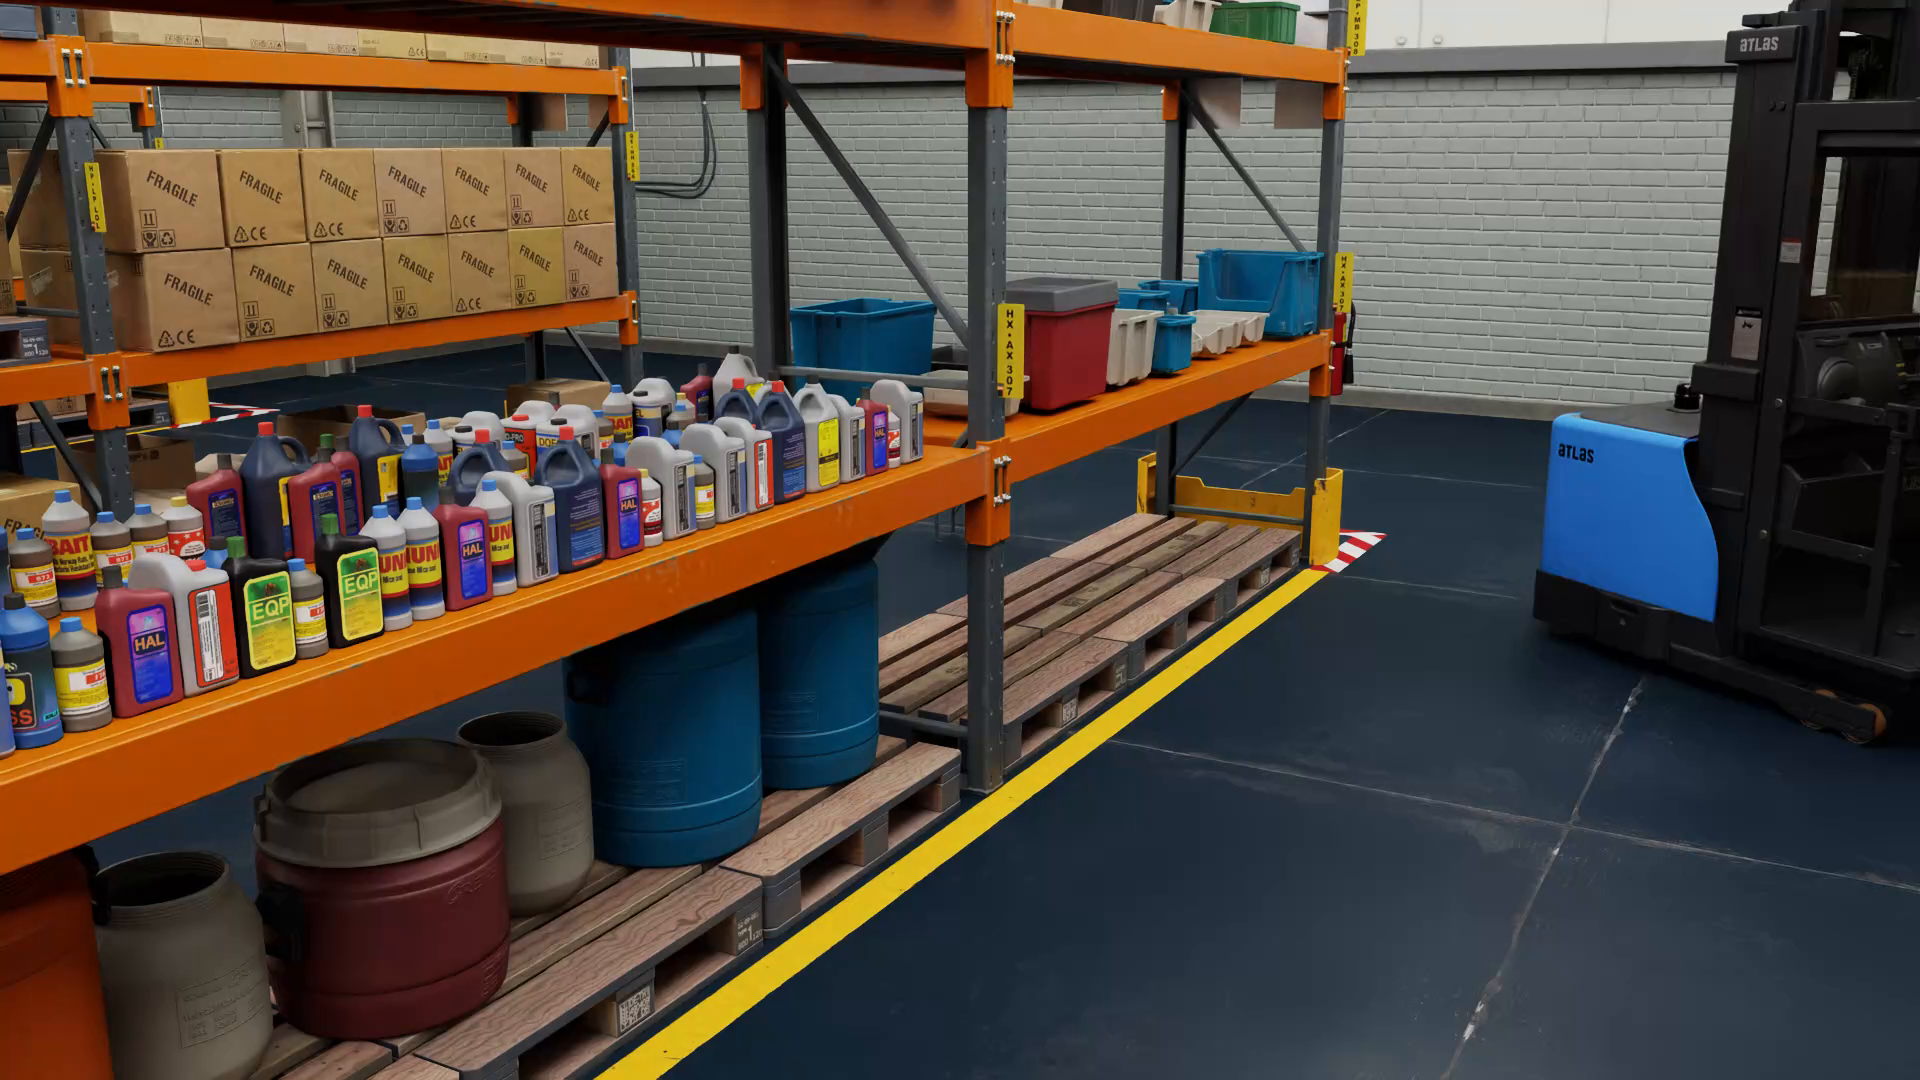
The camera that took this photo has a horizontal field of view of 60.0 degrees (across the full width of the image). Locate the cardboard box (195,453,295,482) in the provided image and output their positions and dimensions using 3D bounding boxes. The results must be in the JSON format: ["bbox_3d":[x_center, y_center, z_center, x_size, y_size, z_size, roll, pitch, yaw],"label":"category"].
[{"bbox_3d":[-4.250,-0.353,9.898,0.500,0.311,0.500,7,15,28],"label":"cardboard box"}]

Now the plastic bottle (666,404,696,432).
[{"bbox_3d":[-0.922,-0.348,5.501,0.097,0.201,0.097,0,14,0],"label":"plastic bottle"}]

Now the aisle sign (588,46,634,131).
[{"bbox_3d":[-2.405,-3.208,11.391,0.394,0.787,0.004,7,15,28],"label":"aisle sign"}]

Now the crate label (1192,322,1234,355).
[{"bbox_3d":[1.126,-0.998,8.207,0.396,0.136,0.243,7,15,28],"label":"crate label"}]

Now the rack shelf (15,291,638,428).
[{"bbox_3d":[-3.673,-1.204,10.164,1.077,0.370,4.000,7,15,28],"label":"rack shelf"}]

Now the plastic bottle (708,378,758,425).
[{"bbox_3d":[-0.679,-0.311,5.027,0.144,0.351,0.185,7,15,28],"label":"plastic bottle"}]

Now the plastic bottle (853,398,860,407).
[{"bbox_3d":[-0.331,-0.378,5.626,0.097,0.201,0.097,0,14,0],"label":"plastic bottle"}]

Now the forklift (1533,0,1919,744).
[{"bbox_3d":[3.930,-0.726,6.790,1.130,2.935,3.031,-7,15,-26],"label":"forklift"}]

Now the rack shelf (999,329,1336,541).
[{"bbox_3d":[0.661,-0.642,7.833,1.077,0.370,4.000,7,15,28],"label":"rack shelf"}]

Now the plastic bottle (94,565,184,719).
[{"bbox_3d":[-1.548,0.181,3.131,0.061,0.283,0.133,7,15,28],"label":"plastic bottle"}]

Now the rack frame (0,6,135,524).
[{"bbox_3d":[-4.640,-1.144,8.378,1.000,3.000,0.127,7,15,28],"label":"rack frame"}]

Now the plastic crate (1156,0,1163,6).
[{"bbox_3d":[0.649,-2.548,7.936,0.504,0.338,0.767,7,15,28],"label":"plastic crate"}]

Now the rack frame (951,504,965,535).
[{"bbox_3d":[0.053,-0.460,10.022,0.240,0.900,0.006,7,15,28],"label":"rack frame"}]

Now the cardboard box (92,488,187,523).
[{"bbox_3d":[-4.248,-0.112,8.897,0.500,0.311,0.500,7,15,28],"label":"cardboard box"}]

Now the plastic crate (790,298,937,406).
[{"bbox_3d":[-0.378,-0.738,6.599,0.392,0.384,0.575,7,15,28],"label":"plastic crate"}]

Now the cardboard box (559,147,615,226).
[{"bbox_3d":[-2.681,-2.377,11.145,0.500,0.500,0.500,7,15,28],"label":"cardboard box"}]

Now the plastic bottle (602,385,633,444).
[{"bbox_3d":[-1.120,-0.372,5.450,0.097,0.271,0.097,0,14,0],"label":"plastic bottle"}]

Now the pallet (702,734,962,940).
[{"bbox_3d":[-0.715,0.927,5.737,1.003,0.211,1.213,7,15,28],"label":"pallet"}]

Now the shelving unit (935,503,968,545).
[{"bbox_3d":[0.004,-0.439,9.935,0.258,0.900,0.210,7,15,28],"label":"shelving unit"}]

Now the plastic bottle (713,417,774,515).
[{"bbox_3d":[-0.634,-0.226,4.834,0.152,0.276,0.135,7,15,28],"label":"plastic bottle"}]

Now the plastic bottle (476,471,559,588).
[{"bbox_3d":[-1.077,-0.038,4.054,0.152,0.276,0.135,7,15,28],"label":"plastic bottle"}]

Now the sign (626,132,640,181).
[{"bbox_3d":[-2.230,-2.614,11.331,0.100,0.325,0.005,7,15,28],"label":"sign"}]

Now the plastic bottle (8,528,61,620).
[{"bbox_3d":[-2.093,0.075,3.745,0.097,0.201,0.097,0,14,0],"label":"plastic bottle"}]

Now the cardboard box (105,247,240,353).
[{"bbox_3d":[-4.155,-1.266,8.672,0.500,0.500,0.500,8,16,30],"label":"cardboard box"}]

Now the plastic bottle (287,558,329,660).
[{"bbox_3d":[-1.379,0.140,3.475,0.097,0.201,0.097,0,14,0],"label":"plastic bottle"}]

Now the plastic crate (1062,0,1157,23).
[{"bbox_3d":[0.535,-2.200,6.639,0.497,0.269,0.590,7,15,28],"label":"plastic crate"}]

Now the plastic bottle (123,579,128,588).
[{"bbox_3d":[-1.642,0.178,3.319,0.097,0.201,0.097,0,14,0],"label":"plastic bottle"}]

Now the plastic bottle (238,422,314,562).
[{"bbox_3d":[-1.751,-0.131,4.282,0.144,0.351,0.185,7,15,28],"label":"plastic bottle"}]

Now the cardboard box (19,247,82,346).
[{"bbox_3d":[-4.623,-1.324,8.912,0.500,0.500,0.500,8,16,29],"label":"cardboard box"}]

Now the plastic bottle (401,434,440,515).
[{"bbox_3d":[-1.470,-0.153,4.542,0.097,0.271,0.097,0,14,0],"label":"plastic bottle"}]

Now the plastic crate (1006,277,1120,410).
[{"bbox_3d":[0.346,-0.797,6.674,0.402,0.464,0.583,7,15,28],"label":"plastic crate"}]

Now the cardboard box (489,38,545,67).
[{"bbox_3d":[-2.975,-3.113,10.466,0.500,0.250,0.500,7,15,28],"label":"cardboard box"}]

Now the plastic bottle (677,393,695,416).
[{"bbox_3d":[-0.961,-0.405,5.738,0.097,0.201,0.097,0,14,0],"label":"plastic bottle"}]

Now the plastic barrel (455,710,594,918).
[{"bbox_3d":[-1.277,0.784,4.793,0.421,0.512,0.421,0,14,0],"label":"plastic barrel"}]

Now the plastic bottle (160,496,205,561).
[{"bbox_3d":[-1.904,-0.005,4.077,0.097,0.201,0.097,0,14,0],"label":"plastic bottle"}]

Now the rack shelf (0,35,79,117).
[{"bbox_3d":[-5.607,-1.842,6.409,1.077,0.370,4.000,7,15,28],"label":"rack shelf"}]

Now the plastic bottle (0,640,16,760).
[{"bbox_3d":[-1.747,0.247,2.874,0.152,0.276,0.135,7,15,28],"label":"plastic bottle"}]

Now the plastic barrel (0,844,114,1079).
[{"bbox_3d":[-2.018,0.987,3.272,0.600,0.830,0.708,7,15,28],"label":"plastic barrel"}]

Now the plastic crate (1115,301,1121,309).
[{"bbox_3d":[0.584,-1.067,8.287,0.416,0.233,0.300,7,15,28],"label":"plastic crate"}]

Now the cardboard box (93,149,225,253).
[{"bbox_3d":[-4.166,-1.743,8.518,0.500,0.500,0.500,8,16,29],"label":"cardboard box"}]

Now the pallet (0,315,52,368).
[{"bbox_3d":[-5.122,-0.899,7.772,1.003,0.211,1.213,7,15,28],"label":"pallet"}]

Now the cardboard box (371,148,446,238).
[{"bbox_3d":[-3.419,-2.061,9.834,0.500,0.500,0.500,8,16,30],"label":"cardboard box"}]

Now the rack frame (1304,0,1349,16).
[{"bbox_3d":[1.628,-4.319,8.748,1.000,3.000,0.127,7,15,28],"label":"rack frame"}]

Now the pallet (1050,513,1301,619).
[{"bbox_3d":[1.196,0.118,9.094,1.003,0.211,1.213,7,15,28],"label":"pallet"}]

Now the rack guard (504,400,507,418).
[{"bbox_3d":[-2.743,-0.734,12.010,1.175,0.500,0.348,7,15,28],"label":"rack guard"}]

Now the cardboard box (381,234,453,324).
[{"bbox_3d":[-3.422,-1.578,9.967,0.500,0.500,0.500,7,15,27],"label":"cardboard box"}]

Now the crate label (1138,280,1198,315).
[{"bbox_3d":[1.221,-1.337,9.408,0.416,0.233,0.303,7,15,28],"label":"crate label"}]

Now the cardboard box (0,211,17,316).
[{"bbox_3d":[-5.065,-1.325,8.019,0.700,0.500,0.500,2,14,9],"label":"cardboard box"}]

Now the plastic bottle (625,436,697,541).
[{"bbox_3d":[-0.811,-0.150,4.522,0.152,0.276,0.135,7,15,28],"label":"plastic bottle"}]

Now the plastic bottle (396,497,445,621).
[{"bbox_3d":[-1.220,0.039,3.746,0.097,0.271,0.097,0,14,0],"label":"plastic bottle"}]

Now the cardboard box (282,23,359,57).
[{"bbox_3d":[-3.700,-2.805,9.190,0.500,0.250,0.500,7,15,28],"label":"cardboard box"}]

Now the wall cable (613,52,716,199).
[{"bbox_3d":[-3.997,-5.052,18.413,3.097,2.526,0.112,7,15,28],"label":"wall cable"}]

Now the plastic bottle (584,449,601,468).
[{"bbox_3d":[-0.961,-0.101,4.326,0.097,0.271,0.097,0,14,0],"label":"plastic bottle"}]

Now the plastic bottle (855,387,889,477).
[{"bbox_3d":[-0.285,-0.355,5.355,0.061,0.283,0.133,7,15,28],"label":"plastic bottle"}]

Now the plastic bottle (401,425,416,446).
[{"bbox_3d":[-1.550,-0.189,4.693,0.097,0.271,0.097,0,14,0],"label":"plastic bottle"}]

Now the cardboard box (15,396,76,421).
[{"bbox_3d":[-7.537,-1.256,13.282,0.700,0.500,0.500,7,15,28],"label":"cardboard box"}]

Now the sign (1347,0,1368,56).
[{"bbox_3d":[2.118,-2.751,8.867,0.100,0.325,0.005,7,15,28],"label":"sign"}]
